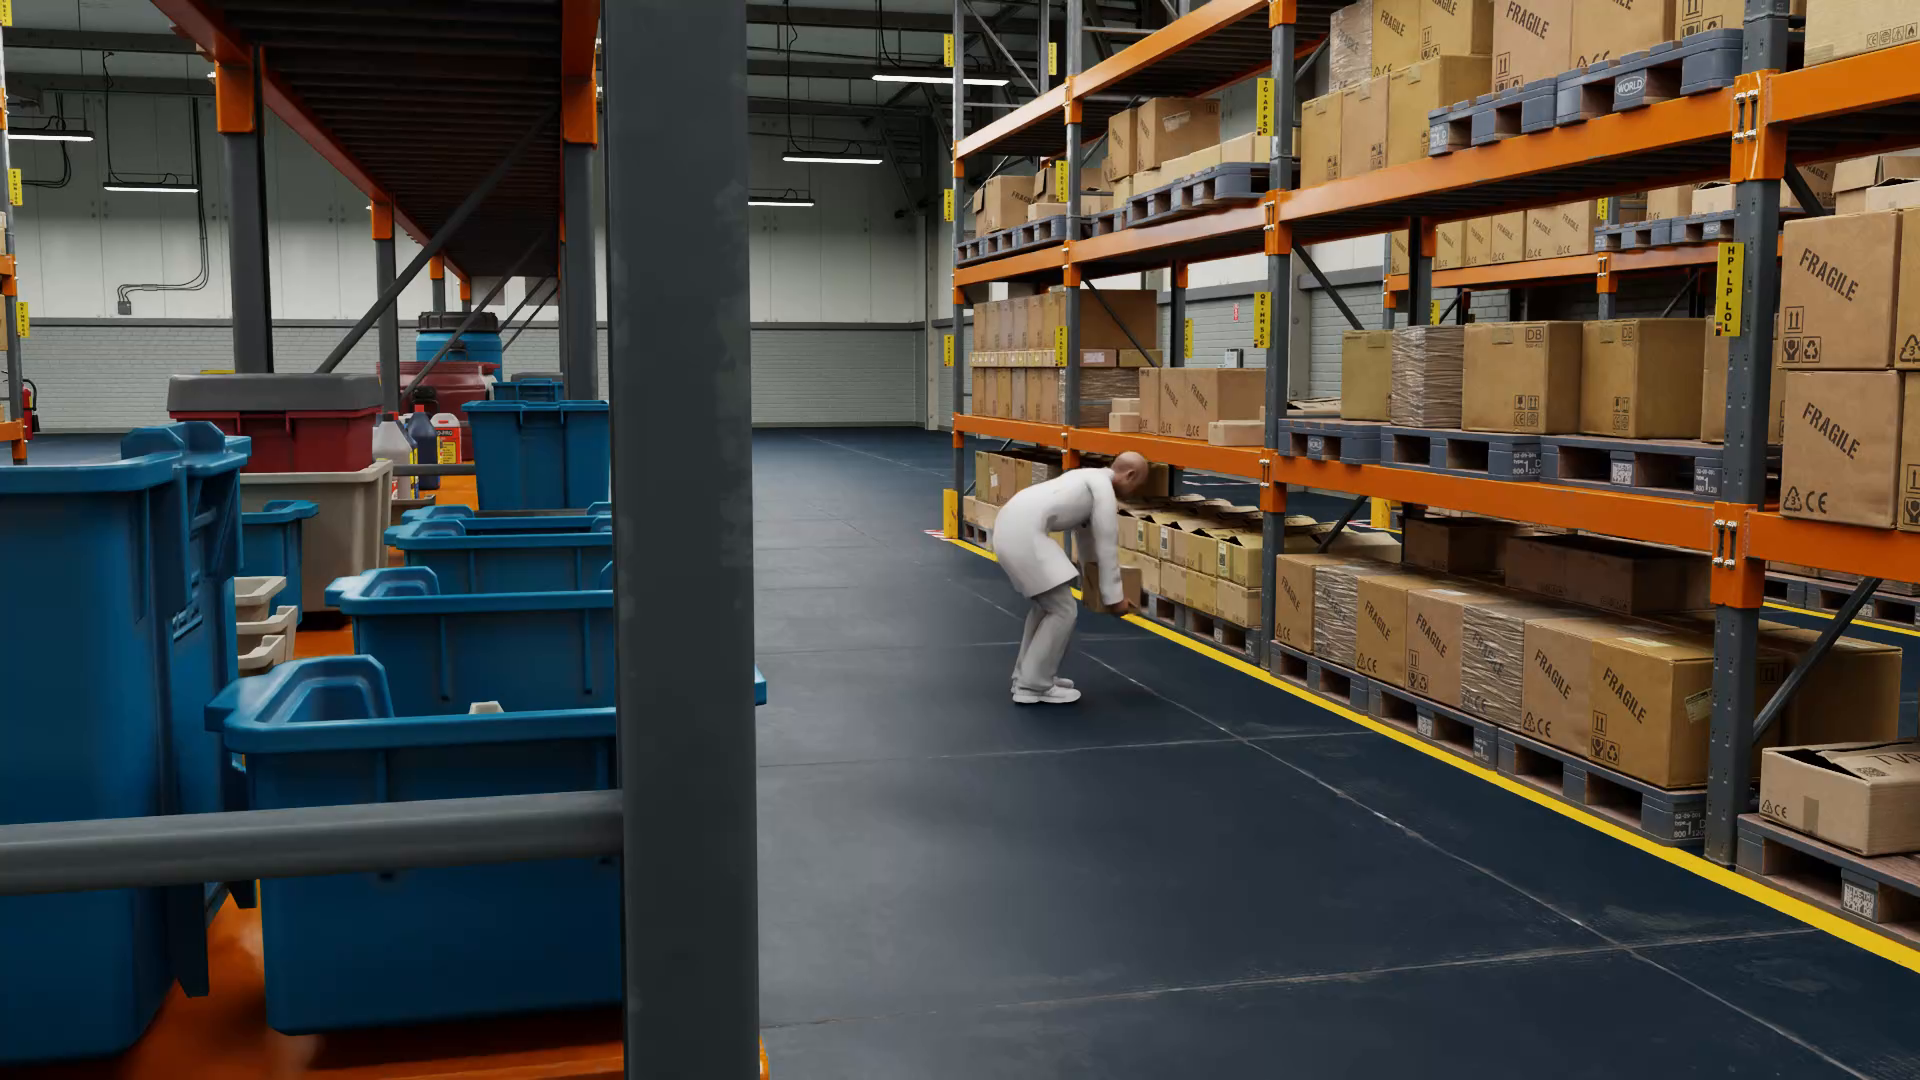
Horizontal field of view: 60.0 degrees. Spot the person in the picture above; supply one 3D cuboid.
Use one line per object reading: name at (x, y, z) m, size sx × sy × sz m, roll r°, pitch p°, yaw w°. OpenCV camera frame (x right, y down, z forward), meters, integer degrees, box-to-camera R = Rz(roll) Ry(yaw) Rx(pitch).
person at (0.618, 0.198, 9.104) m, size 0.889 × 1.340 × 0.558 m, roll -2°, pitch 6°, yaw -16°
